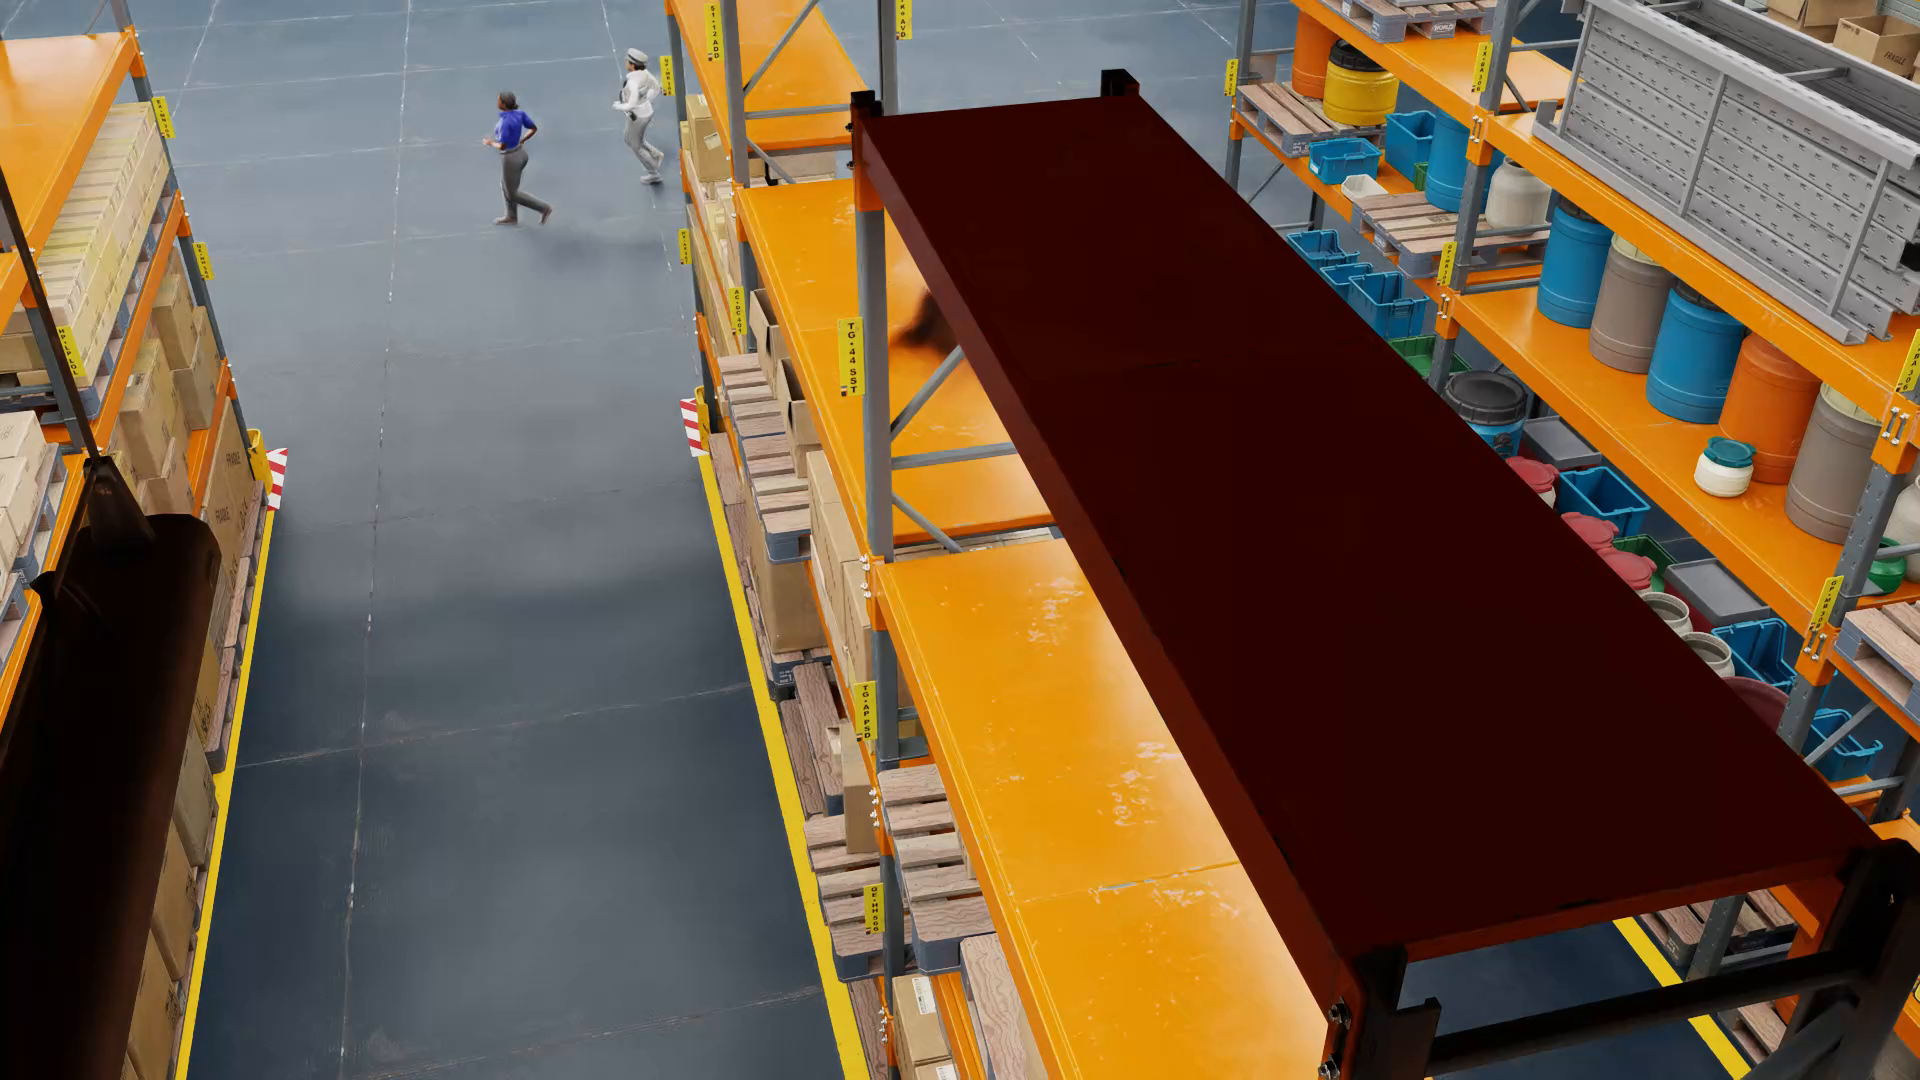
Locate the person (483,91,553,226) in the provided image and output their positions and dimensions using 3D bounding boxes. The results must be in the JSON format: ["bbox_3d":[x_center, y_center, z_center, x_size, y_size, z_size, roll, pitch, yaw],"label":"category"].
[{"bbox_3d":[-5.080,-4.333,18.984,0.793,1.612,0.588,7,35,11],"label":"person"}]

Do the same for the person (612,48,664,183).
[{"bbox_3d":[-3.928,-5.135,20.127,0.535,1.659,0.605,5,35,7],"label":"person"}]
